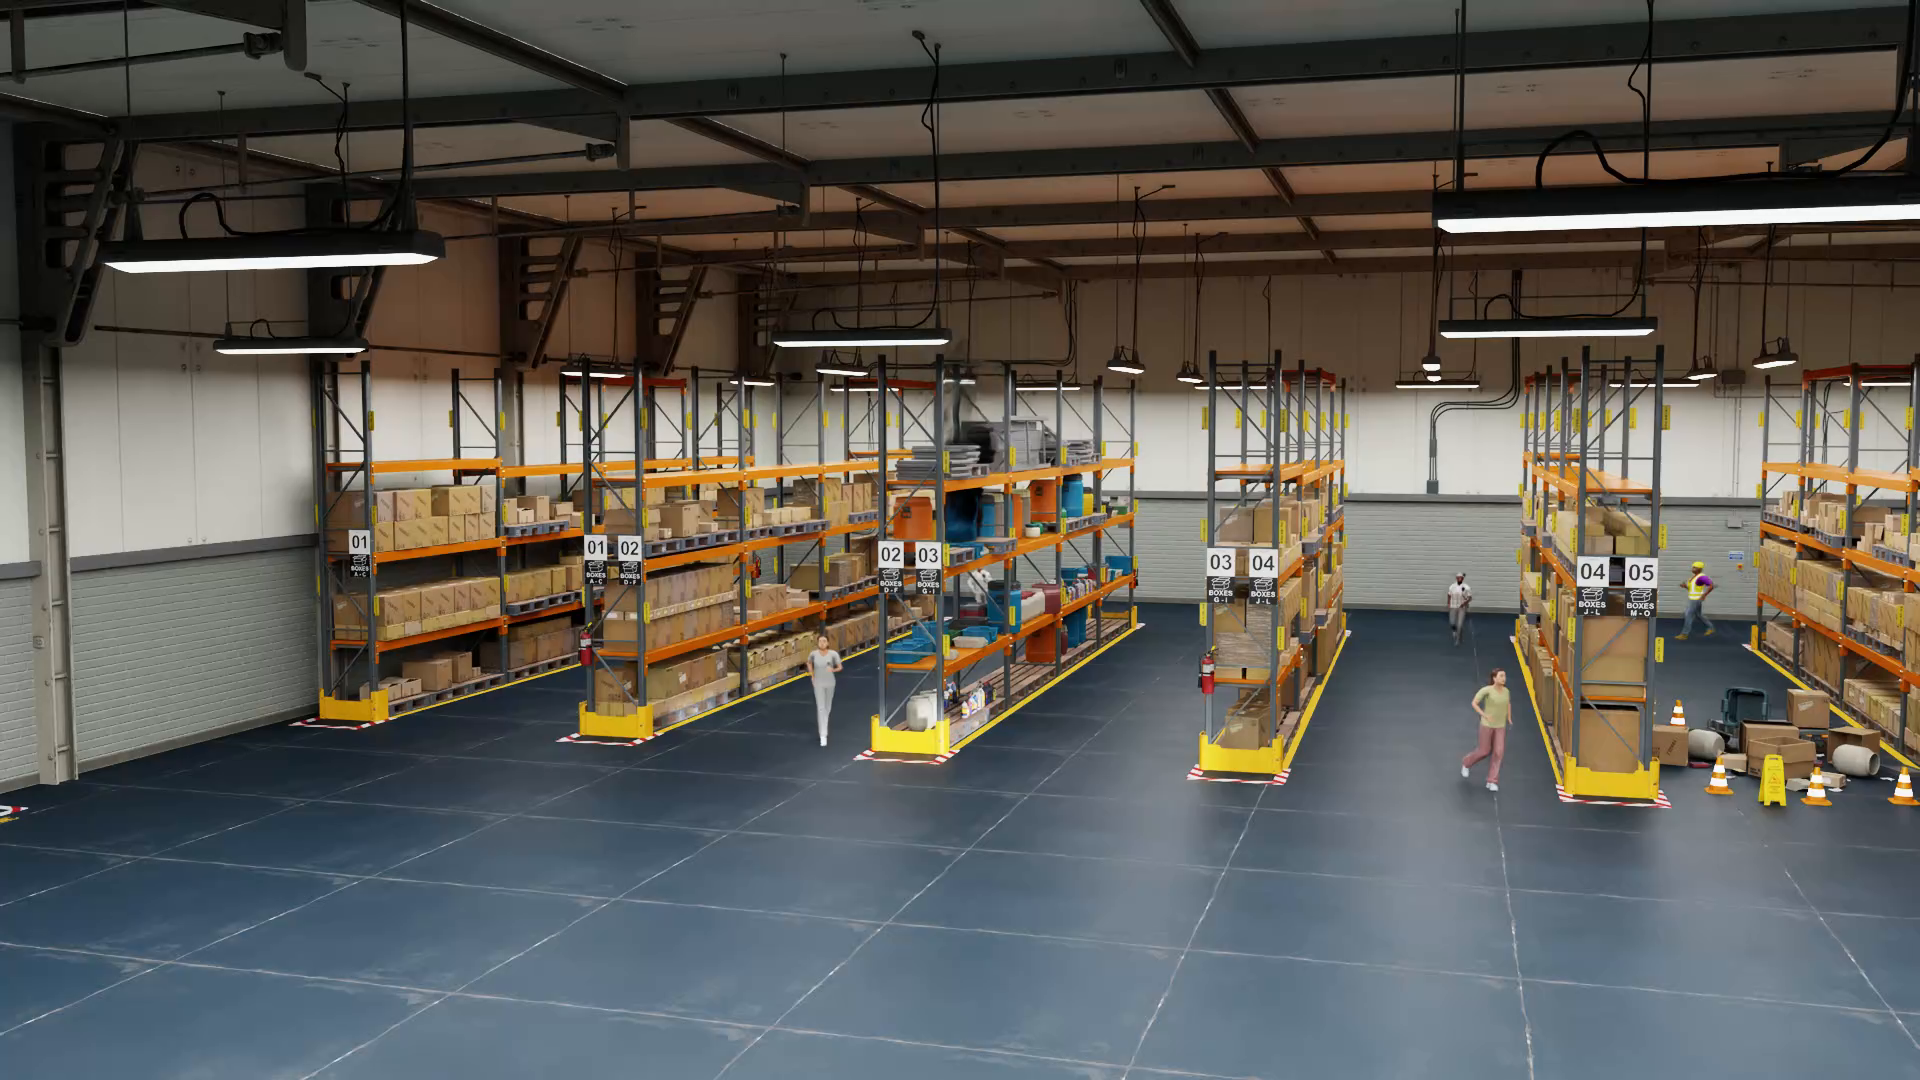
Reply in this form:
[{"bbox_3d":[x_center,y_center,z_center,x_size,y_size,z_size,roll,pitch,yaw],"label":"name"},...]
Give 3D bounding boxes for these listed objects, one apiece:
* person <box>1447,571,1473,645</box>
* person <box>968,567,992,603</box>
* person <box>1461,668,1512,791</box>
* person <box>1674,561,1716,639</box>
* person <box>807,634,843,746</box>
[{"bbox_3d":[11.179,1.528,37.273,0.575,1.655,0.553,2,5,28],"label":"person"},{"bbox_3d":[0.490,1.294,40.334,0.630,1.652,0.580,0,4,5],"label":"person"},{"bbox_3d":[7.320,2.555,22.760,0.635,1.622,0.887,-1,4,-12],"label":"person"},{"bbox_3d":[16.833,1.379,38.021,0.939,1.777,0.690,1,4,10],"label":"person"},{"bbox_3d":[-2.104,2.308,26.008,0.549,1.701,0.880,-1,4,-9],"label":"person"}]
